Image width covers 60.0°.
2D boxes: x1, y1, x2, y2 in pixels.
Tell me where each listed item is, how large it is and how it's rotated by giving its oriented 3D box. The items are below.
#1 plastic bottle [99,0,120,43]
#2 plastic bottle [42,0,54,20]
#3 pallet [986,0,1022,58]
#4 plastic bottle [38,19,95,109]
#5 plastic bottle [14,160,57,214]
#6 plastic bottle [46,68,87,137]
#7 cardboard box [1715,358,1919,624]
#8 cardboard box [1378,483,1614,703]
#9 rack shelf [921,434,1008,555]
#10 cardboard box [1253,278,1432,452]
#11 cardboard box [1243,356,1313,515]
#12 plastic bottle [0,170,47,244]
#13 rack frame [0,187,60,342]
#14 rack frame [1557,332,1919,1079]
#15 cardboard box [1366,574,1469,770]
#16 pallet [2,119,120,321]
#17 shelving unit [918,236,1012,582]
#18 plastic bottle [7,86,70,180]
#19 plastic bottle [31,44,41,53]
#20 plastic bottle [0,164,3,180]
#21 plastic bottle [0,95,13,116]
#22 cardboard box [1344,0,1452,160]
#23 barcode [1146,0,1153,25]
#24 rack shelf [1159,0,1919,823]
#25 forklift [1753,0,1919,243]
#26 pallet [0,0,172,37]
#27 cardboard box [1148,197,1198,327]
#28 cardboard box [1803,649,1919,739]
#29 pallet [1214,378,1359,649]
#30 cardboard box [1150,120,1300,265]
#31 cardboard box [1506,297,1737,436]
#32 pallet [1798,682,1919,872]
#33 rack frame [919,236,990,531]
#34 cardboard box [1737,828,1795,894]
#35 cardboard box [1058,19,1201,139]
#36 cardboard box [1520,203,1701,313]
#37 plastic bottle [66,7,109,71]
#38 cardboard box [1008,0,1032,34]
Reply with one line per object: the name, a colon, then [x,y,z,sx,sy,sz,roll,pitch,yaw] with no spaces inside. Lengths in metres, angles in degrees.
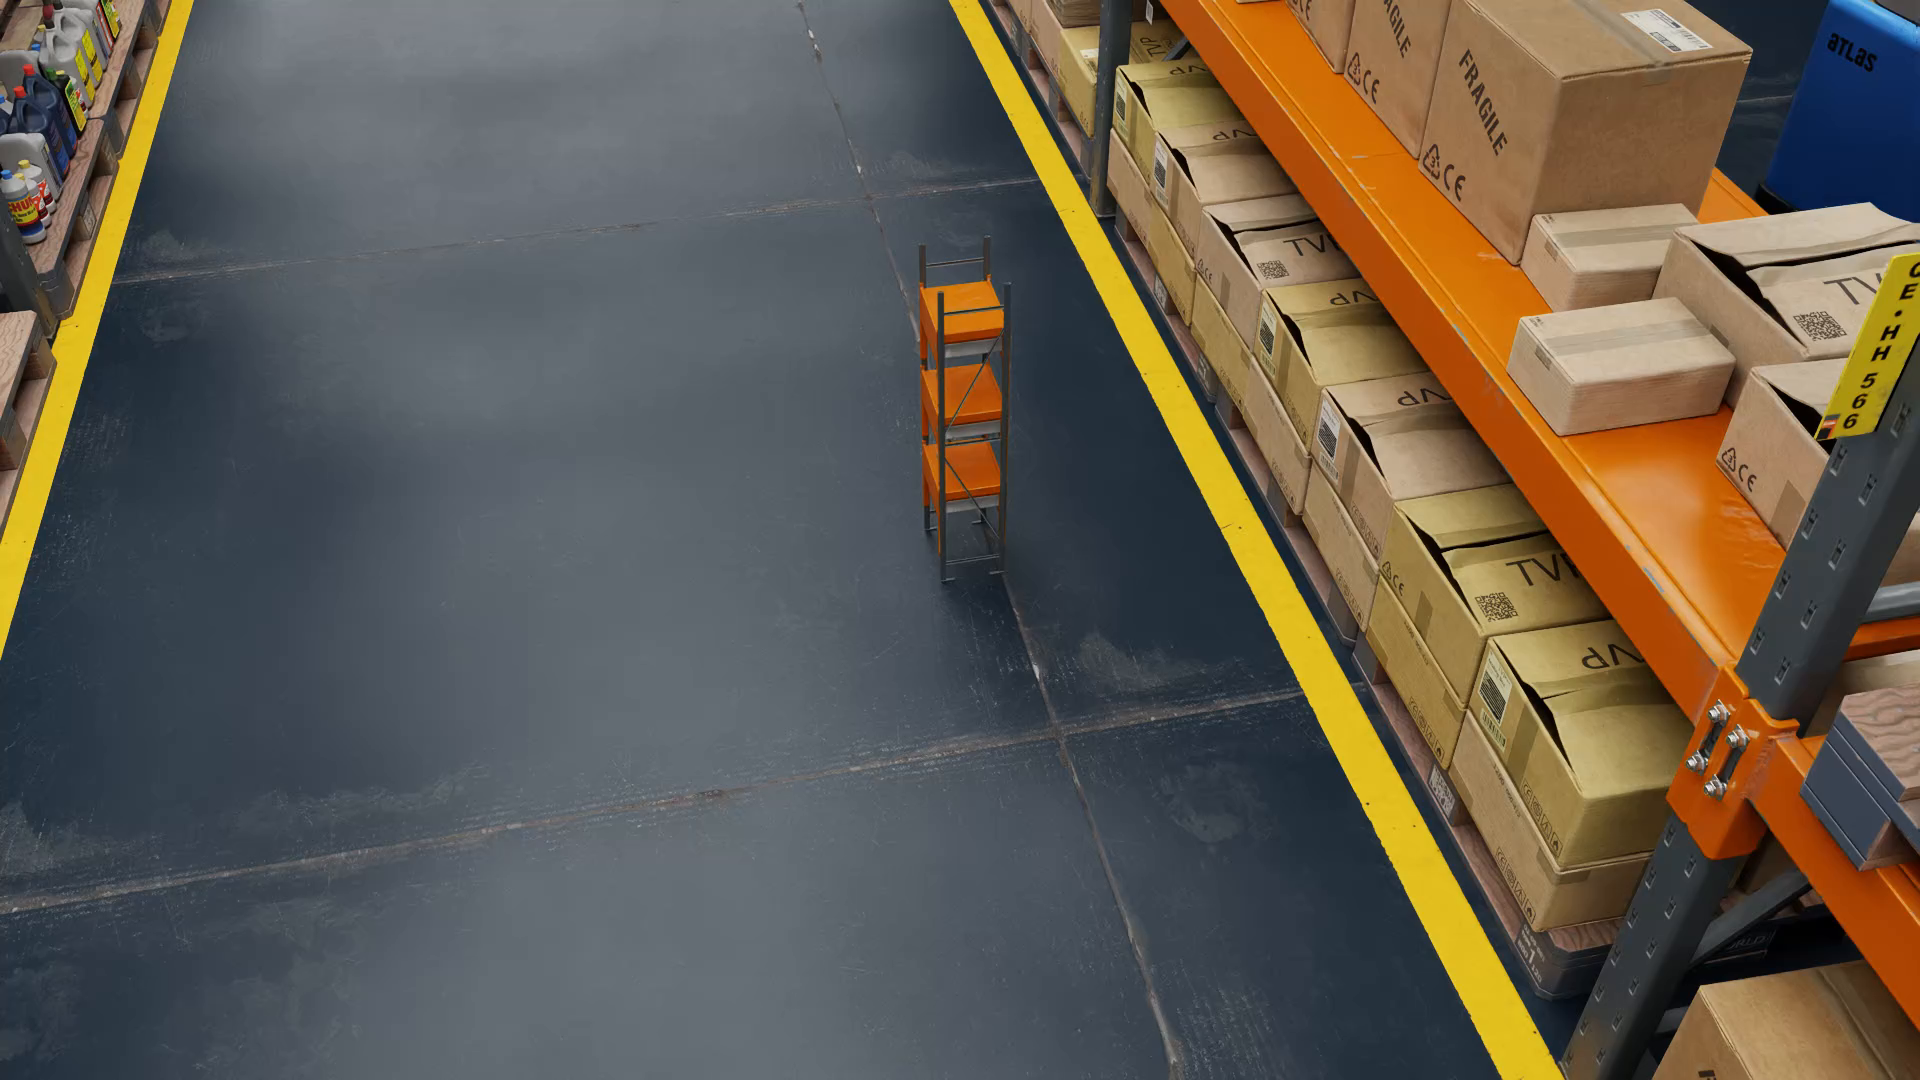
plastic bottle: [-3.805,-2.356,7.359,0.061,0.283,0.133,-7,42,-8]
plastic bottle: [-3.924,-2.246,7.235,0.061,0.283,0.133,-8,42,-9]
pallet: [0.631,-2.793,8.238,1.003,0.211,1.213,-8,42,-9]
plastic bottle: [-3.711,-1.969,6.873,0.144,0.351,0.185,-9,42,-10]
plastic bottle: [-3.494,-1.334,6.270,0.097,0.201,0.097,0,42,0]
plastic bottle: [-3.614,-1.782,6.712,0.061,0.283,0.133,-7,42,-7]
cardboard box: [1.856,-0.138,3.213,0.500,0.311,0.500,-6,42,-7]
cardboard box: [1.420,0.092,4.219,0.500,0.311,0.500,-9,42,-10]
rack shelf: [0.012,-0.142,5.054,0.215,0.259,0.240,-8,42,-9]
cardboard box: [1.207,-0.561,4.955,0.500,0.311,0.500,-7,42,-8]
cardboard box: [1.206,-0.357,5.148,0.500,0.250,0.500,-8,42,-8]
plastic bottle: [-3.450,-1.229,6.098,0.097,0.271,0.097,0,42,0]
rack frame: [-3.809,-1.815,5.035,1.000,3.000,0.127,-8,42,-9]
rack frame: [1.892,0.070,2.911,1.000,3.000,0.127,-8,42,-9]
cardboard box: [1.425,0.302,4.405,0.500,0.250,0.500,-9,42,-10]
pallet: [-3.913,-1.213,6.458,1.003,0.211,1.213,-8,42,-9]
shelving unit: [0.012,-0.358,4.862,0.215,1.050,0.252,-8,42,-9]
plastic bottle: [-3.578,-1.572,6.425,0.144,0.351,0.185,-7,42,-8]
plastic bottle: [-3.859,-1.989,7.007,0.097,0.201,0.097,0,42,0]
plastic bottle: [-3.650,-1.423,6.308,0.061,0.283,0.133,-8,42,-9]
plastic bottle: [-3.727,-1.619,6.538,0.097,0.271,0.097,0,42,0]
cardboard box: [1.400,-1.393,4.485,0.500,0.500,0.500,-8,42,-9]
barcode: [0.677,-1.886,5.944,0.001,0.075,0.075,-8,42,-9]
rack shelf: [1.460,-0.957,4.610,1.077,0.370,4.000,-8,42,-9]
forklift: [4.053,-1.440,4.664,1.130,2.935,3.031,-15,44,-16]
pallet: [-4.440,-2.795,8.240,1.003,0.211,1.213,-8,42,-9]
cardboard box: [0.983,-1.023,5.897,0.500,0.250,0.500,-7,42,-8]
cardboard box: [2.066,0.350,3.928,0.500,0.311,0.500,-7,42,-8]
pallet: [1.492,-0.215,5.333,1.003,0.211,1.213,-8,42,-9]
cardboard box: [0.977,-1.232,5.711,0.500,0.311,0.500,-9,42,-10]
cardboard box: [1.428,-0.379,3.607,0.380,0.149,0.250,-8,42,-9]
pallet: [2.107,0.572,2.491,1.213,0.211,1.003,-8,42,-9]
rack frame: [-0.015,-0.437,4.951,0.200,1.050,0.008,-8,42,-9]
cardboard box: [2.066,0.560,4.114,0.500,0.250,0.500,-8,42,-9]
cardboard box: [0.715,-1.920,6.909,0.500,0.250,0.500,-8,42,-9]
cardboard box: [1.562,-0.654,3.917,0.380,0.149,0.250,-5,42,-6]
plastic bottle: [-3.790,-2.169,7.154,0.152,0.276,0.135,-9,42,-10]
cardboard box: [0.494,-2.568,7.638,0.500,0.250,0.500,-8,42,-9]
